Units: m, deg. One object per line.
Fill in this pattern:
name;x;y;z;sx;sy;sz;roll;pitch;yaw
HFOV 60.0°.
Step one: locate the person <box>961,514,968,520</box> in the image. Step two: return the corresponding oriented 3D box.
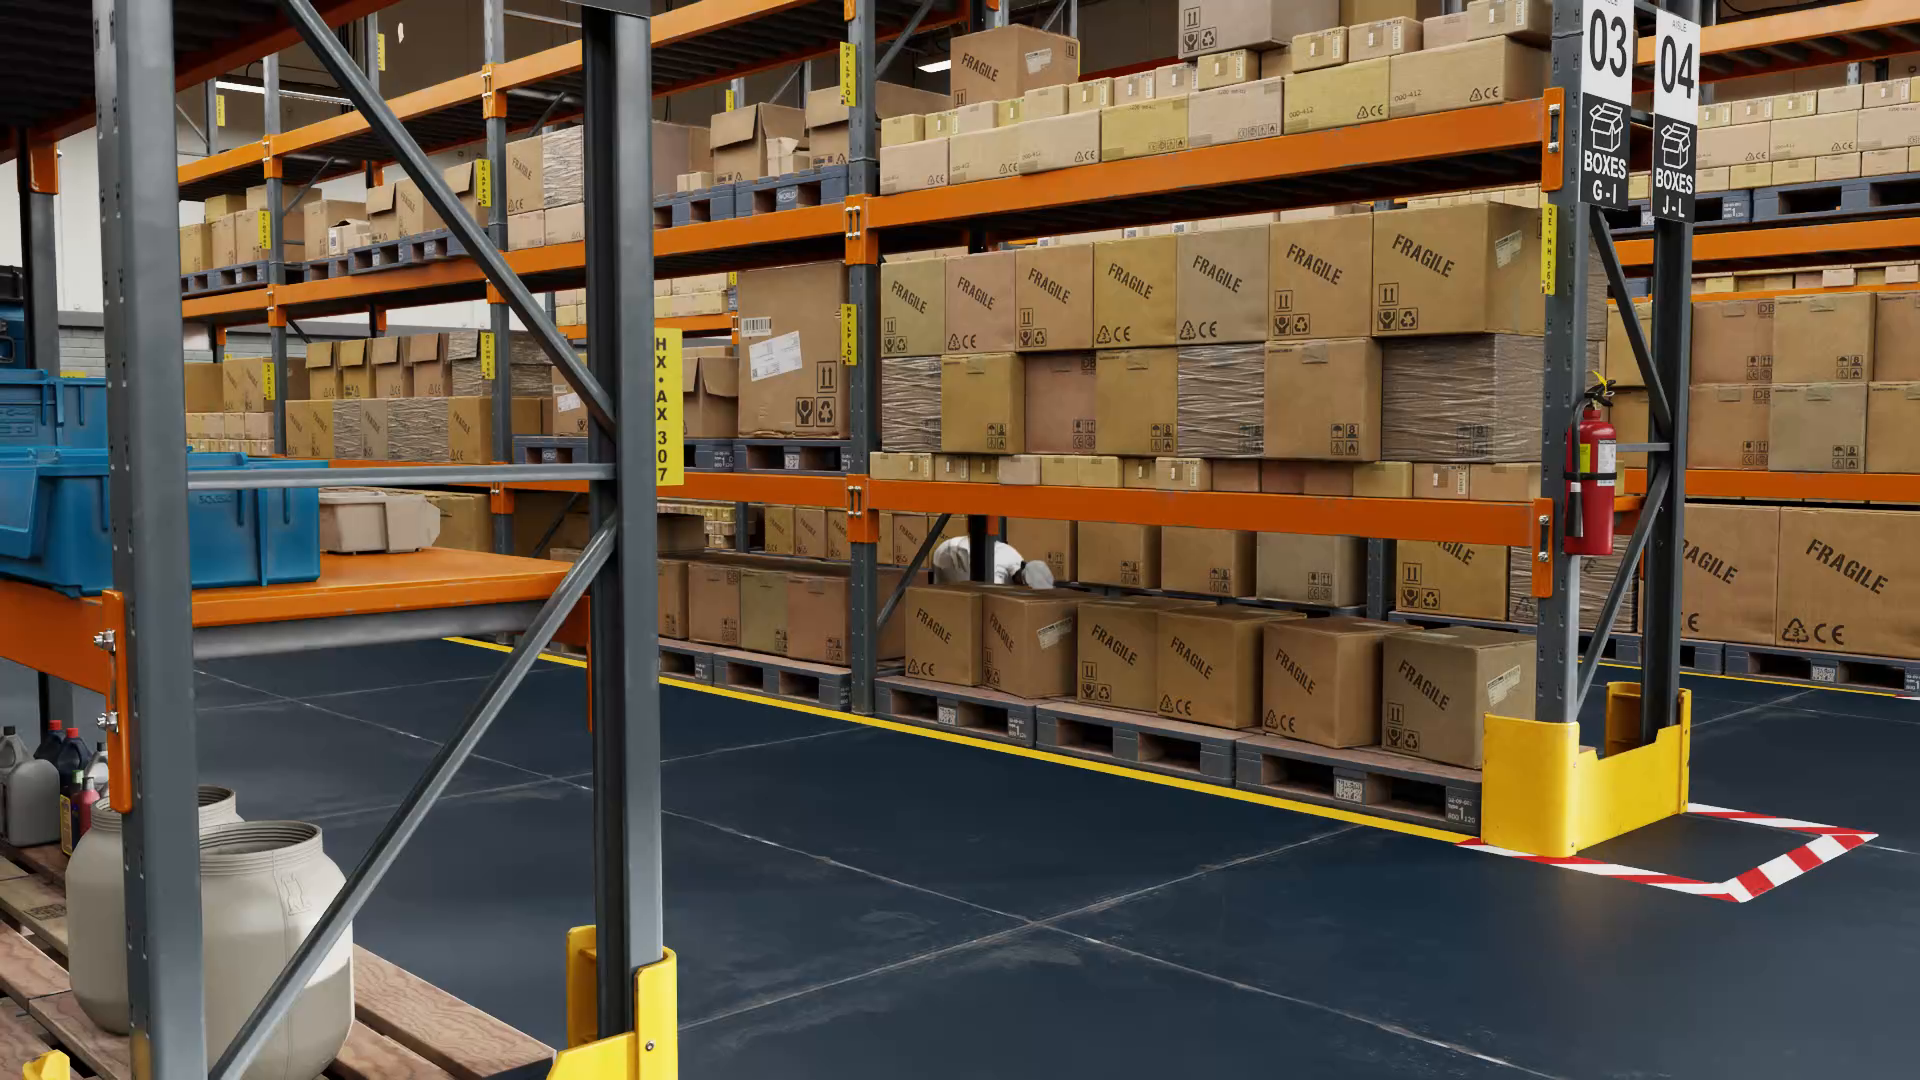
person;0.138;-0.012;11.082;0.443;1.683;0.533;-4;5;-43
